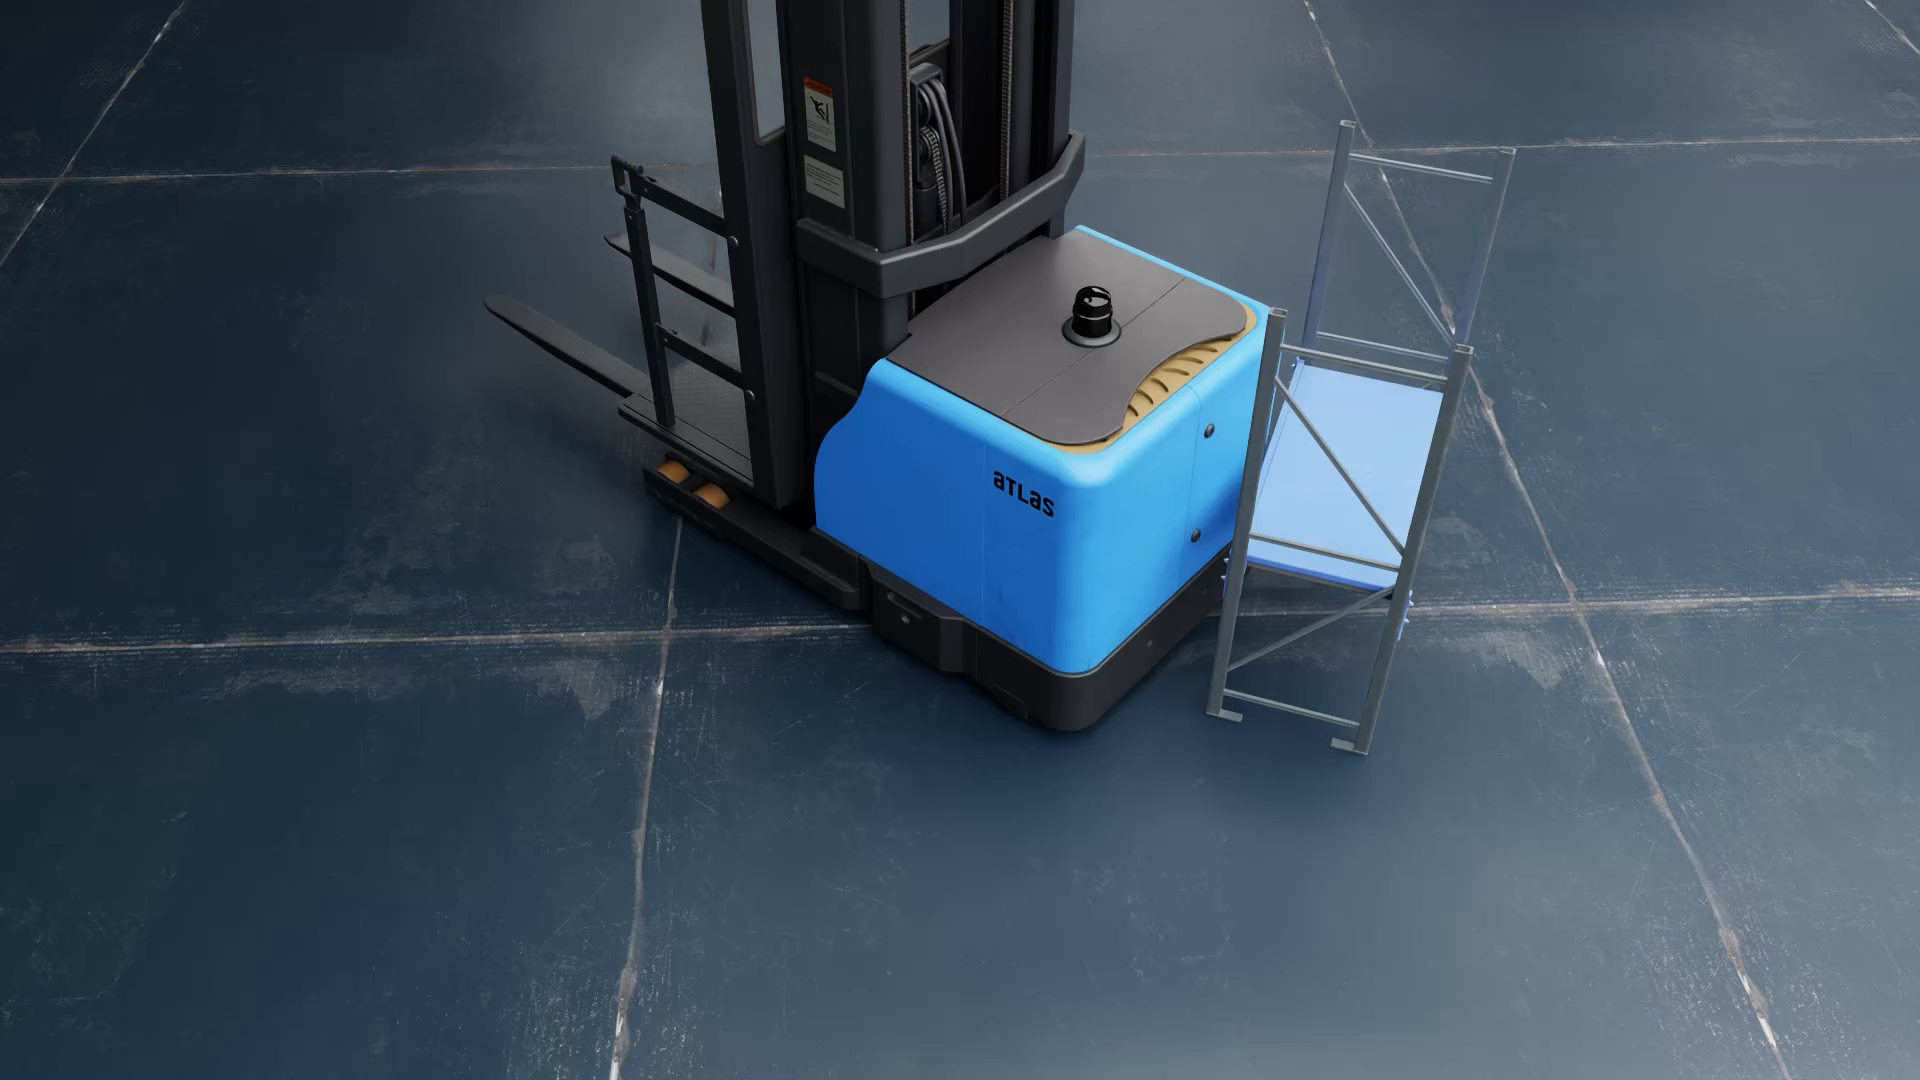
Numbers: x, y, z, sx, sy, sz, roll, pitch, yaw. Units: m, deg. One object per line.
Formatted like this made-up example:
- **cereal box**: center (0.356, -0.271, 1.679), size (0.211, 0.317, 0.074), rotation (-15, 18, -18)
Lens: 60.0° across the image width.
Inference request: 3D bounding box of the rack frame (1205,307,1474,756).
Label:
- **rack frame**: center (1.005, 0.036, 4.599), size (0.500, 1.500, 0.032), rotation (14, 44, 14)

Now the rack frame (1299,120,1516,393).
- **rack frame**: center (1.345, -0.612, 5.306), size (0.500, 1.500, 0.032), rotation (14, 44, 14)

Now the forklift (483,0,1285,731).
- **forklift**: center (-0.475, -1.352, 5.056), size (3.031, 2.935, 1.130), rotation (30, 50, 28)

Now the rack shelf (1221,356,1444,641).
- **rack shelf**: center (1.174, -0.156, 5.074), size (0.538, 0.185, 1.000), rotation (14, 44, 14)

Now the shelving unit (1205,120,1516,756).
- **shelving unit**: center (1.175, -0.288, 4.952), size (0.538, 1.500, 1.048), rotation (14, 44, 14)
